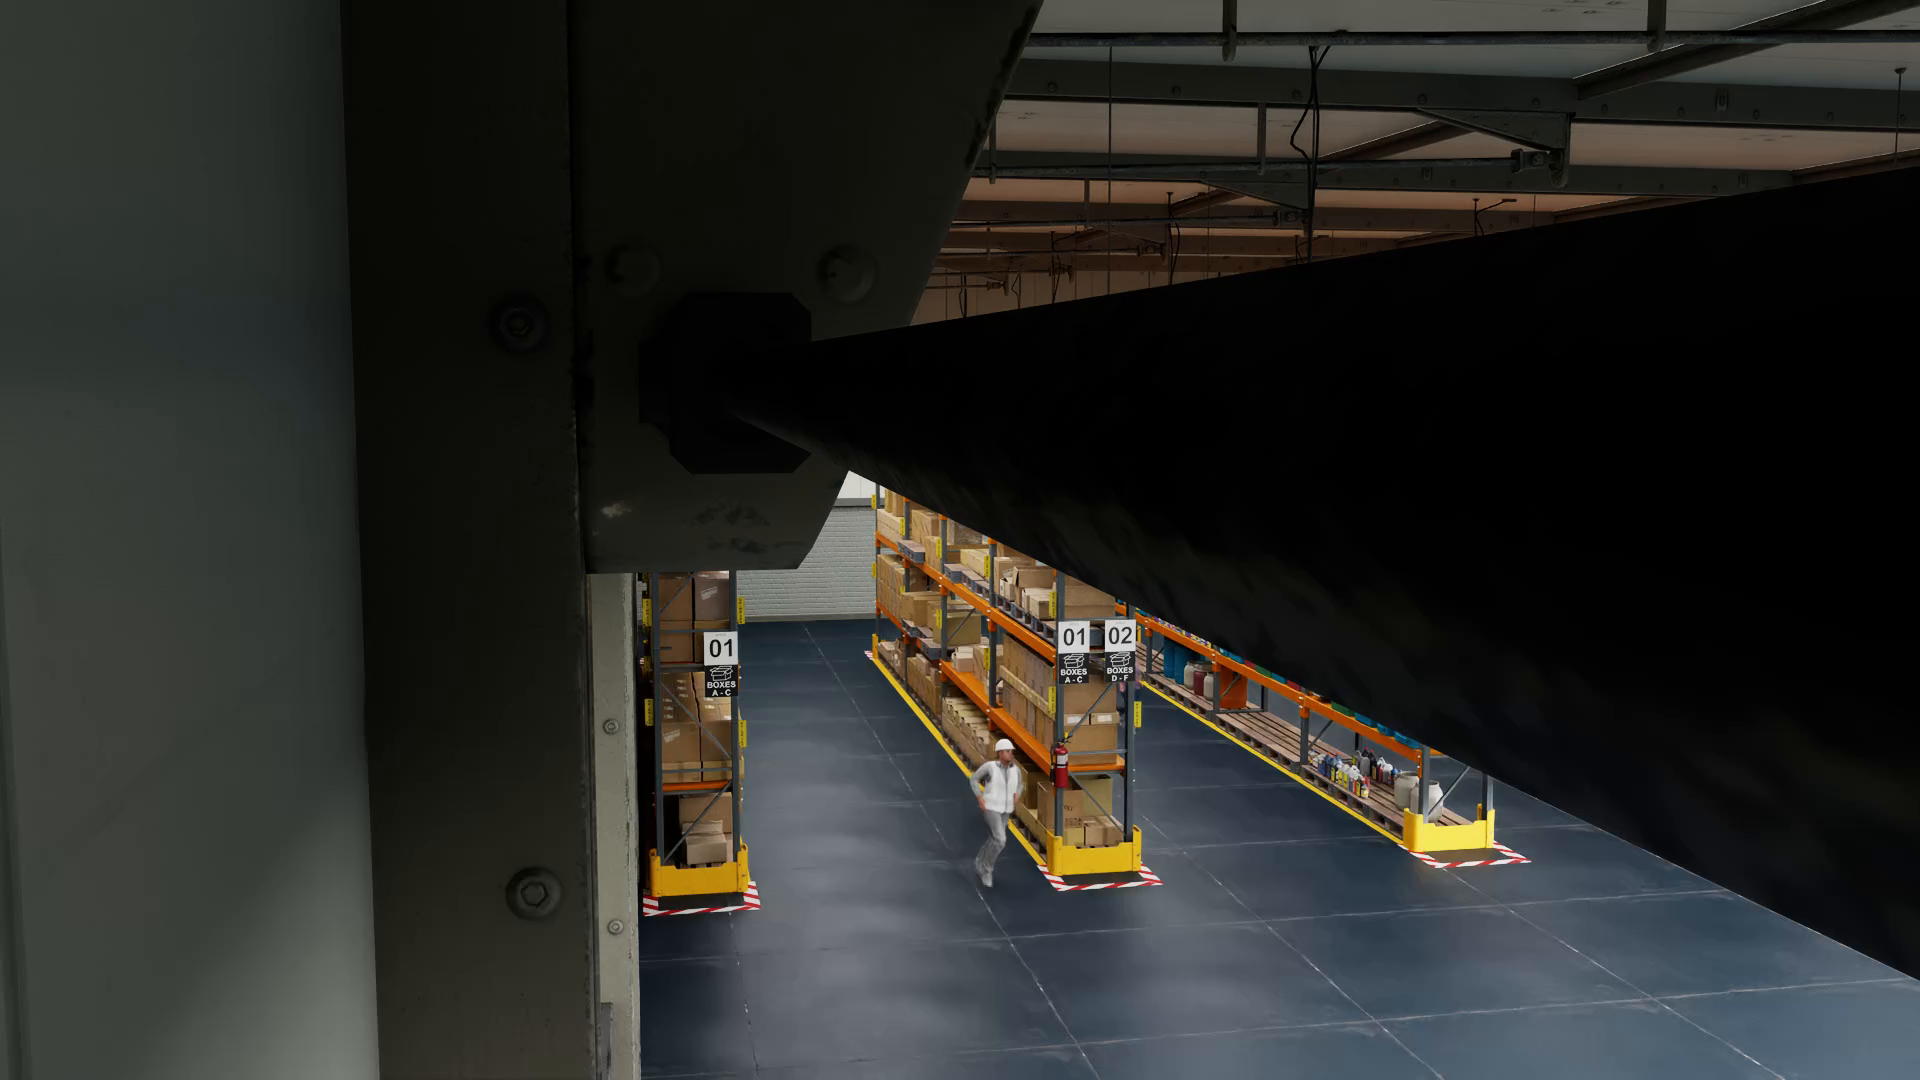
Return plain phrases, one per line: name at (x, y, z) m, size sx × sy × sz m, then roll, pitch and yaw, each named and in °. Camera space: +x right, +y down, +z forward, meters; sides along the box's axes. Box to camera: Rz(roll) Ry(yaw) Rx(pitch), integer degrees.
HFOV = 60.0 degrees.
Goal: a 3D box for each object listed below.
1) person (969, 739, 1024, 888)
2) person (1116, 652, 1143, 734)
person at (0.476, 3.366, 20.615) m, size 0.671 × 1.785 × 0.674 m, roll -4°, pitch 7°, yaw -37°
person at (2.947, 2.604, 28.893) m, size 0.536 × 1.551 × 0.545 m, roll -3°, pitch 7°, yaw -26°
